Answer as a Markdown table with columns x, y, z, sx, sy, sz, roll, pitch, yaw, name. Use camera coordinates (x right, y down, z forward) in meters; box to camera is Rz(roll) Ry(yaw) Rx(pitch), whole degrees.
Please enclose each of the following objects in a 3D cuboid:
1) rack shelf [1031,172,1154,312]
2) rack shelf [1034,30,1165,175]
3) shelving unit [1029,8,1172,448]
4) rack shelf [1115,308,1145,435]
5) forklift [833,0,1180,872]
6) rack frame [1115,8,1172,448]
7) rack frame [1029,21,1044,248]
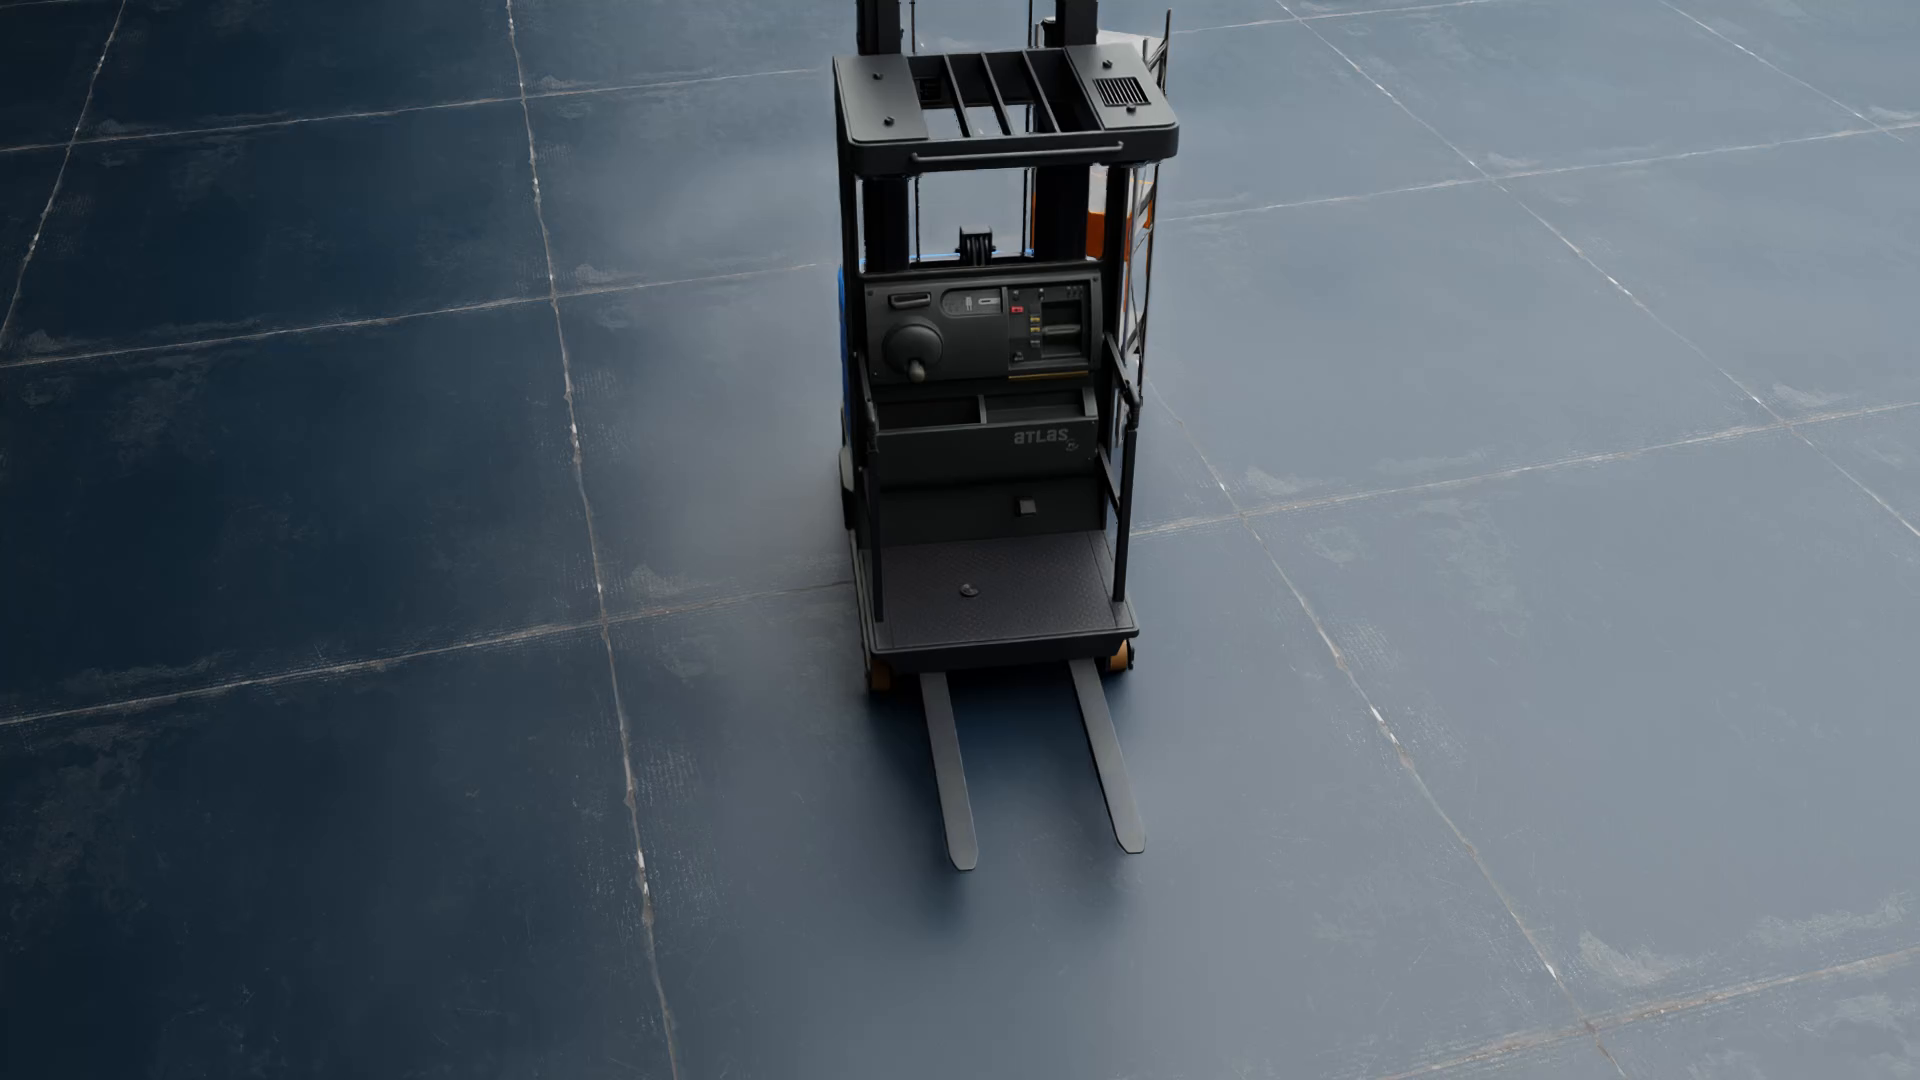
| x | y | z | sx | sy | sz | roll | pitch | yaw | name |
| --- | --- | --- | --- | --- | --- | --- | --- | --- | --- |
| 0.634 | -1.454 | 7.945 | 0.480 | 0.518 | 0.431 | 14 | 39 | 17 | rack shelf |
| 0.634 | -2.011 | 7.520 | 0.480 | 0.518 | 0.431 | 14 | 39 | 17 | rack shelf |
| 0.634 | -1.465 | 7.937 | 0.503 | 2.100 | 0.431 | 14 | 39 | 17 | shelving unit |
| 0.635 | -0.898 | 8.371 | 0.480 | 0.518 | 0.431 | 14 | 39 | 17 | rack shelf |
| 0.125 | -0.760 | 6.331 | 1.130 | 2.935 | 3.031 | -5 | 38 | -6 | forklift |
| 0.861 | -1.411 | 7.866 | 0.015 | 2.100 | 0.400 | 14 | 39 | 17 | rack frame |
| 0.408 | -1.520 | 8.009 | 0.015 | 2.100 | 0.400 | 14 | 39 | 17 | rack frame |
